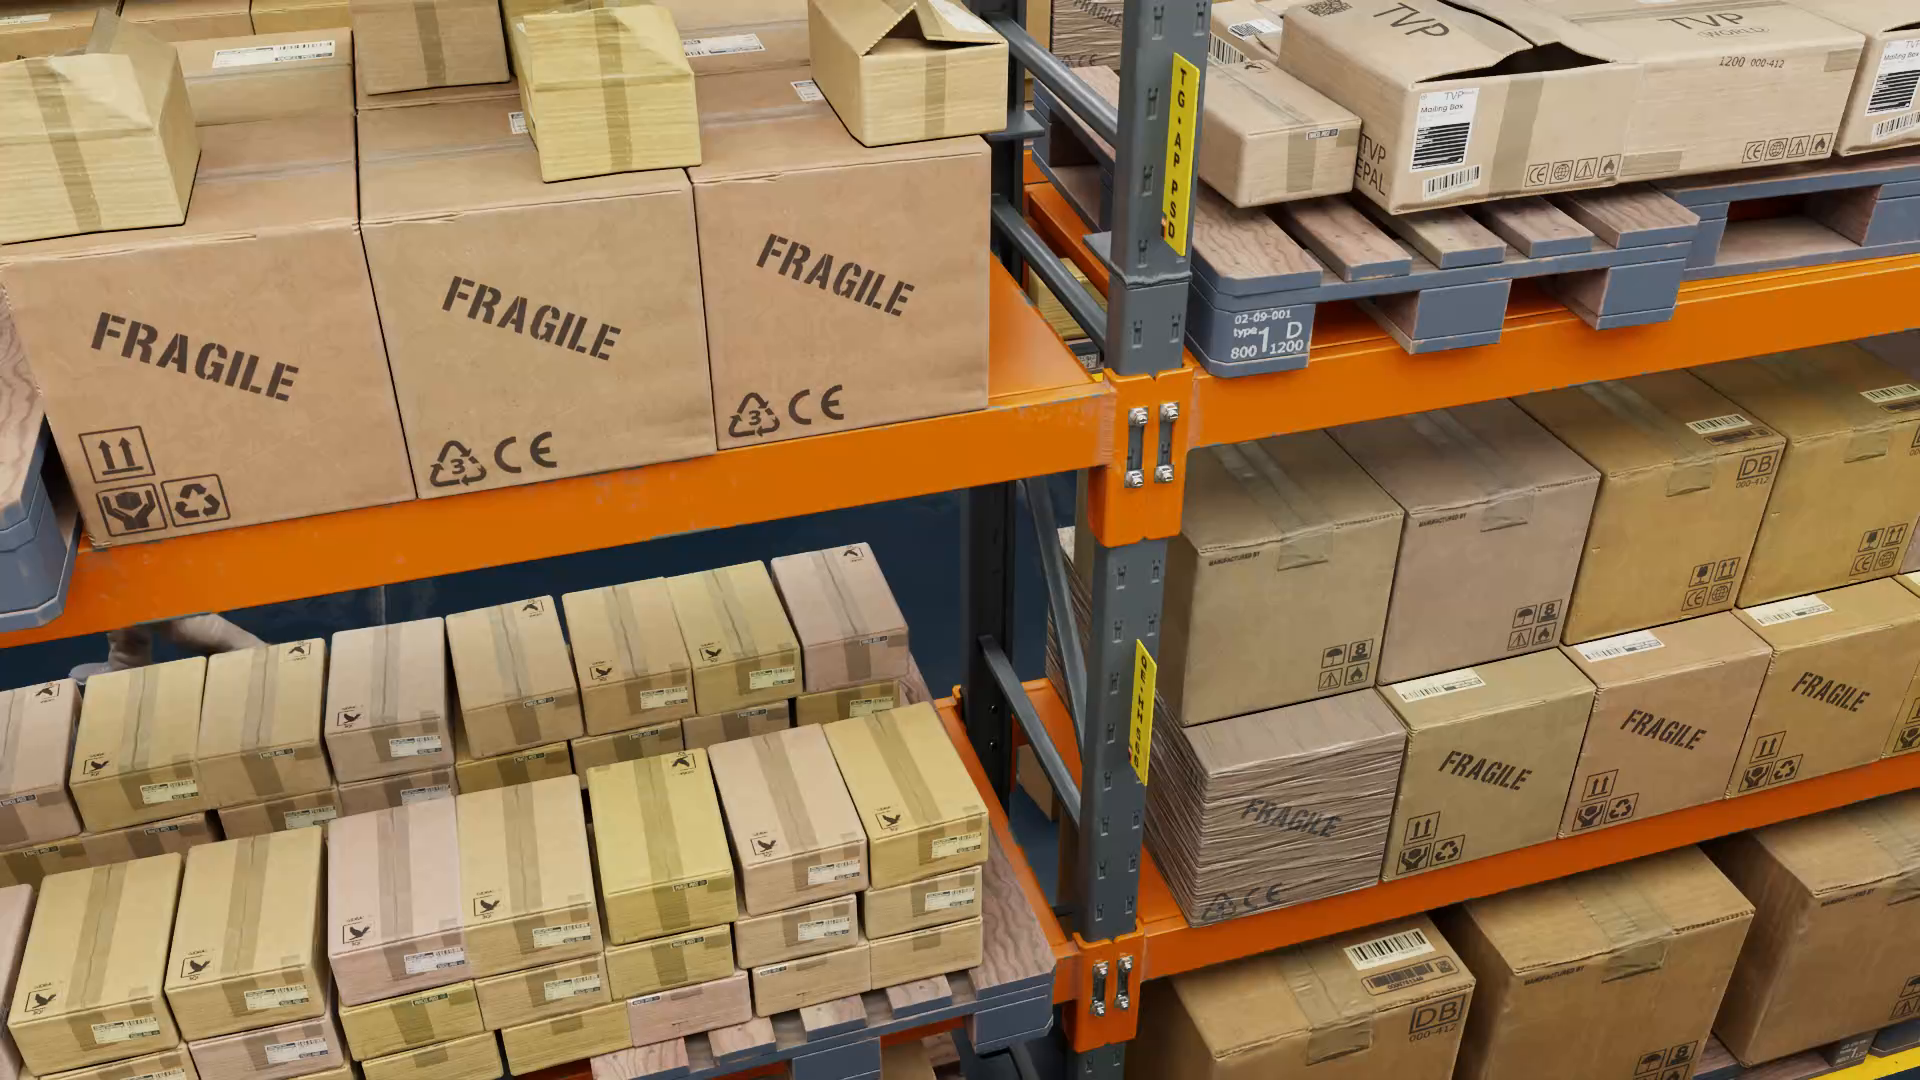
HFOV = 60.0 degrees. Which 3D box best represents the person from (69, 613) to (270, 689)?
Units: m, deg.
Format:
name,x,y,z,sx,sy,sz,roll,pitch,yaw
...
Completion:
name,x,y,z,sx,sy,sz,roll,pitch,yaw
person,-3.098,-0.059,6.244,1.028,1.677,0.530,-2,34,-3
